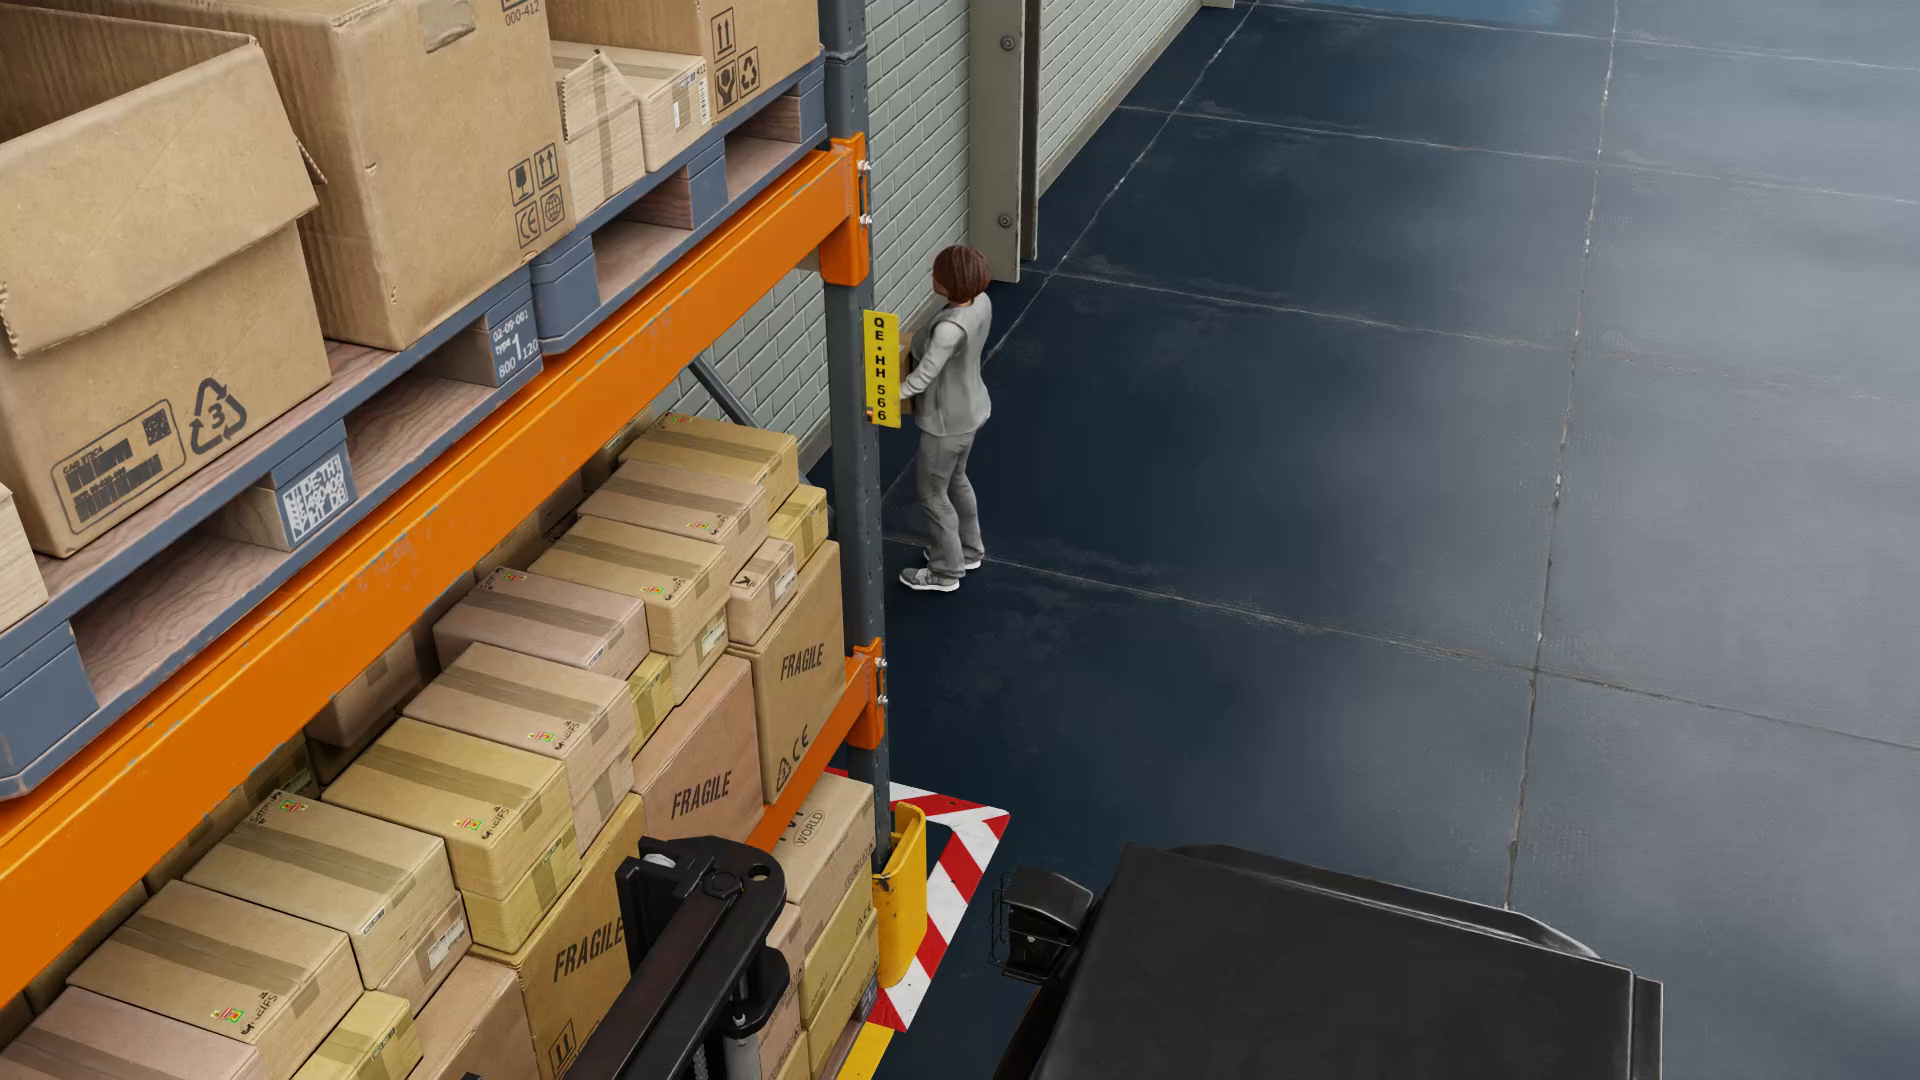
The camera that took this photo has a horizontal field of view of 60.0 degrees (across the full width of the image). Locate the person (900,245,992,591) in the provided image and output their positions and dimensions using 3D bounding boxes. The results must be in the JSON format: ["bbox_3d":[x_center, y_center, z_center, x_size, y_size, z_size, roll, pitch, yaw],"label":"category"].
[{"bbox_3d":[-0.118,-0.511,6.921,0.492,1.590,0.405,12,35,17],"label":"person"}]
